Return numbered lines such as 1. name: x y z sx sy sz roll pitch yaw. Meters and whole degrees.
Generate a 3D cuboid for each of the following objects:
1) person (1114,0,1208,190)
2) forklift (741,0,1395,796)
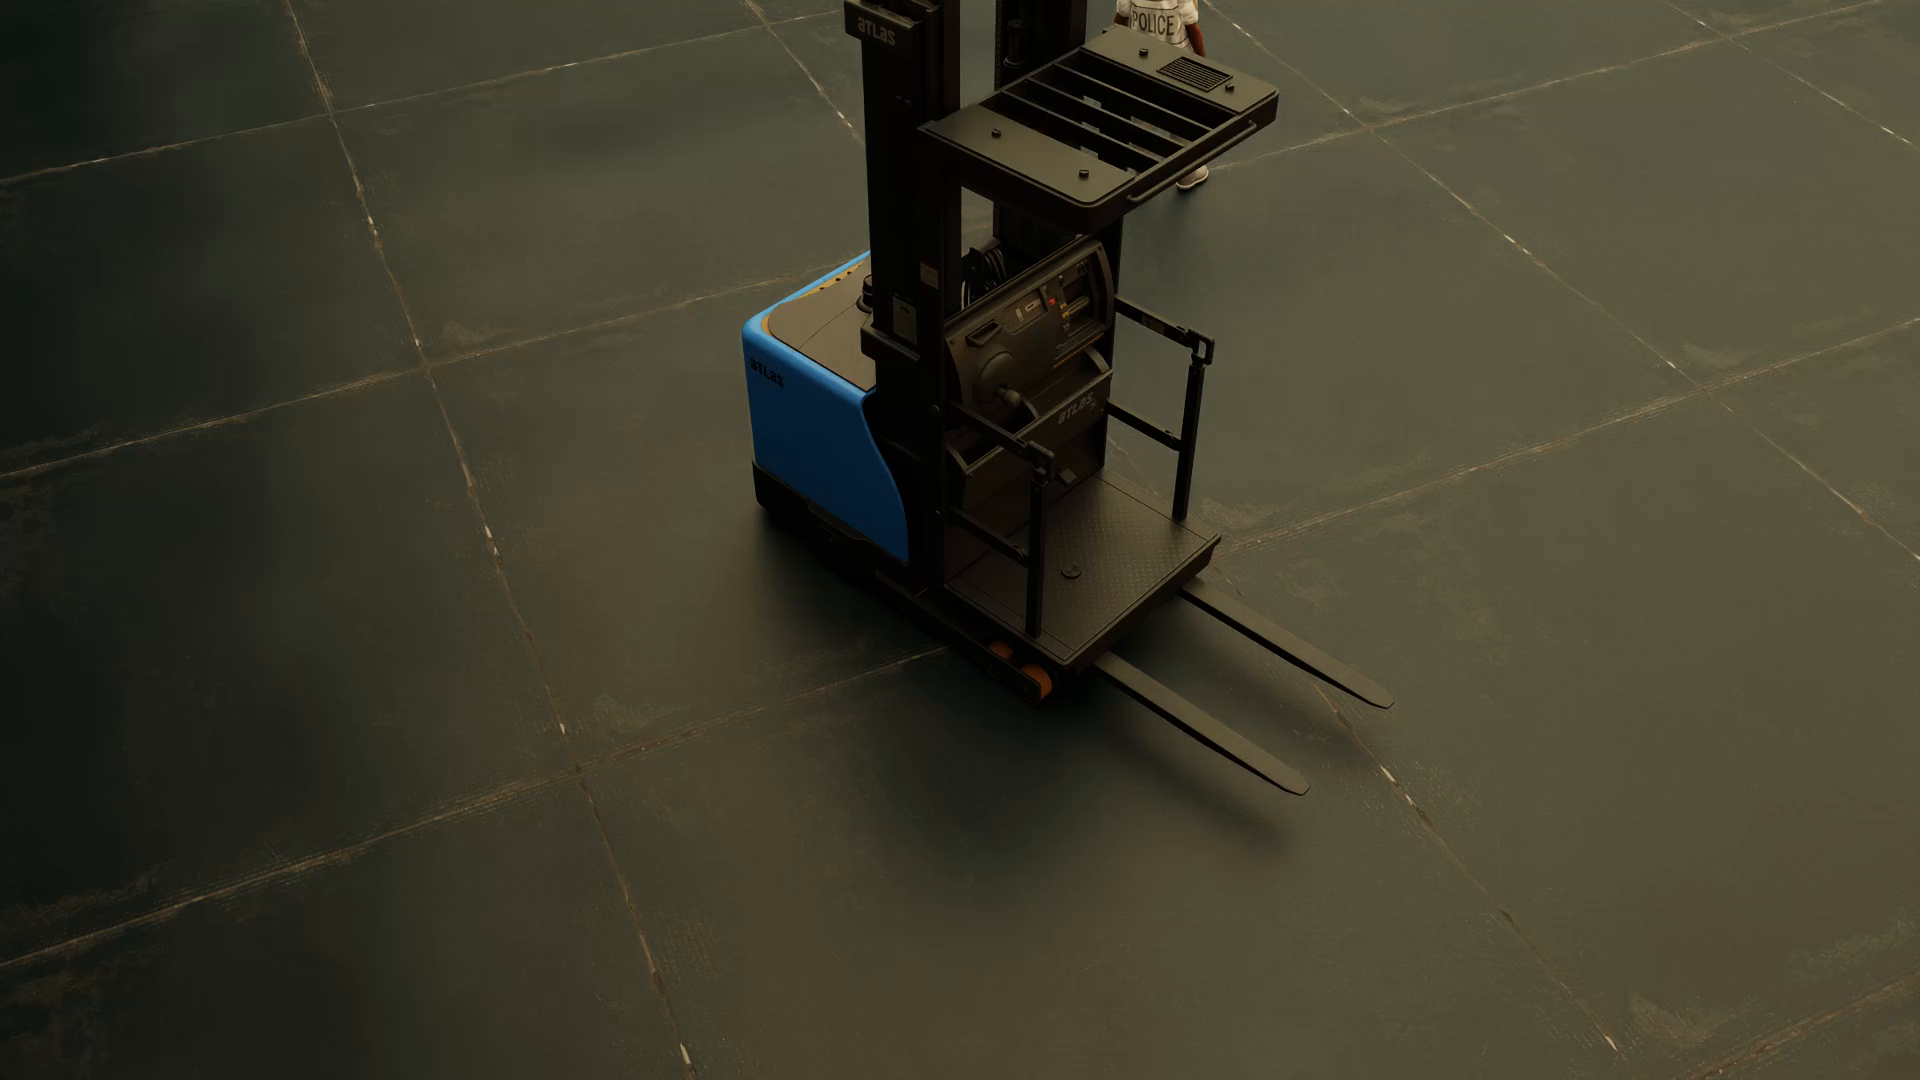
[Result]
1. person: 1.179 -2.802 9.577 0.570 1.696 0.529 17 46 18
2. forklift: 0.445 -0.788 6.525 3.031 2.935 1.130 32 52 30
